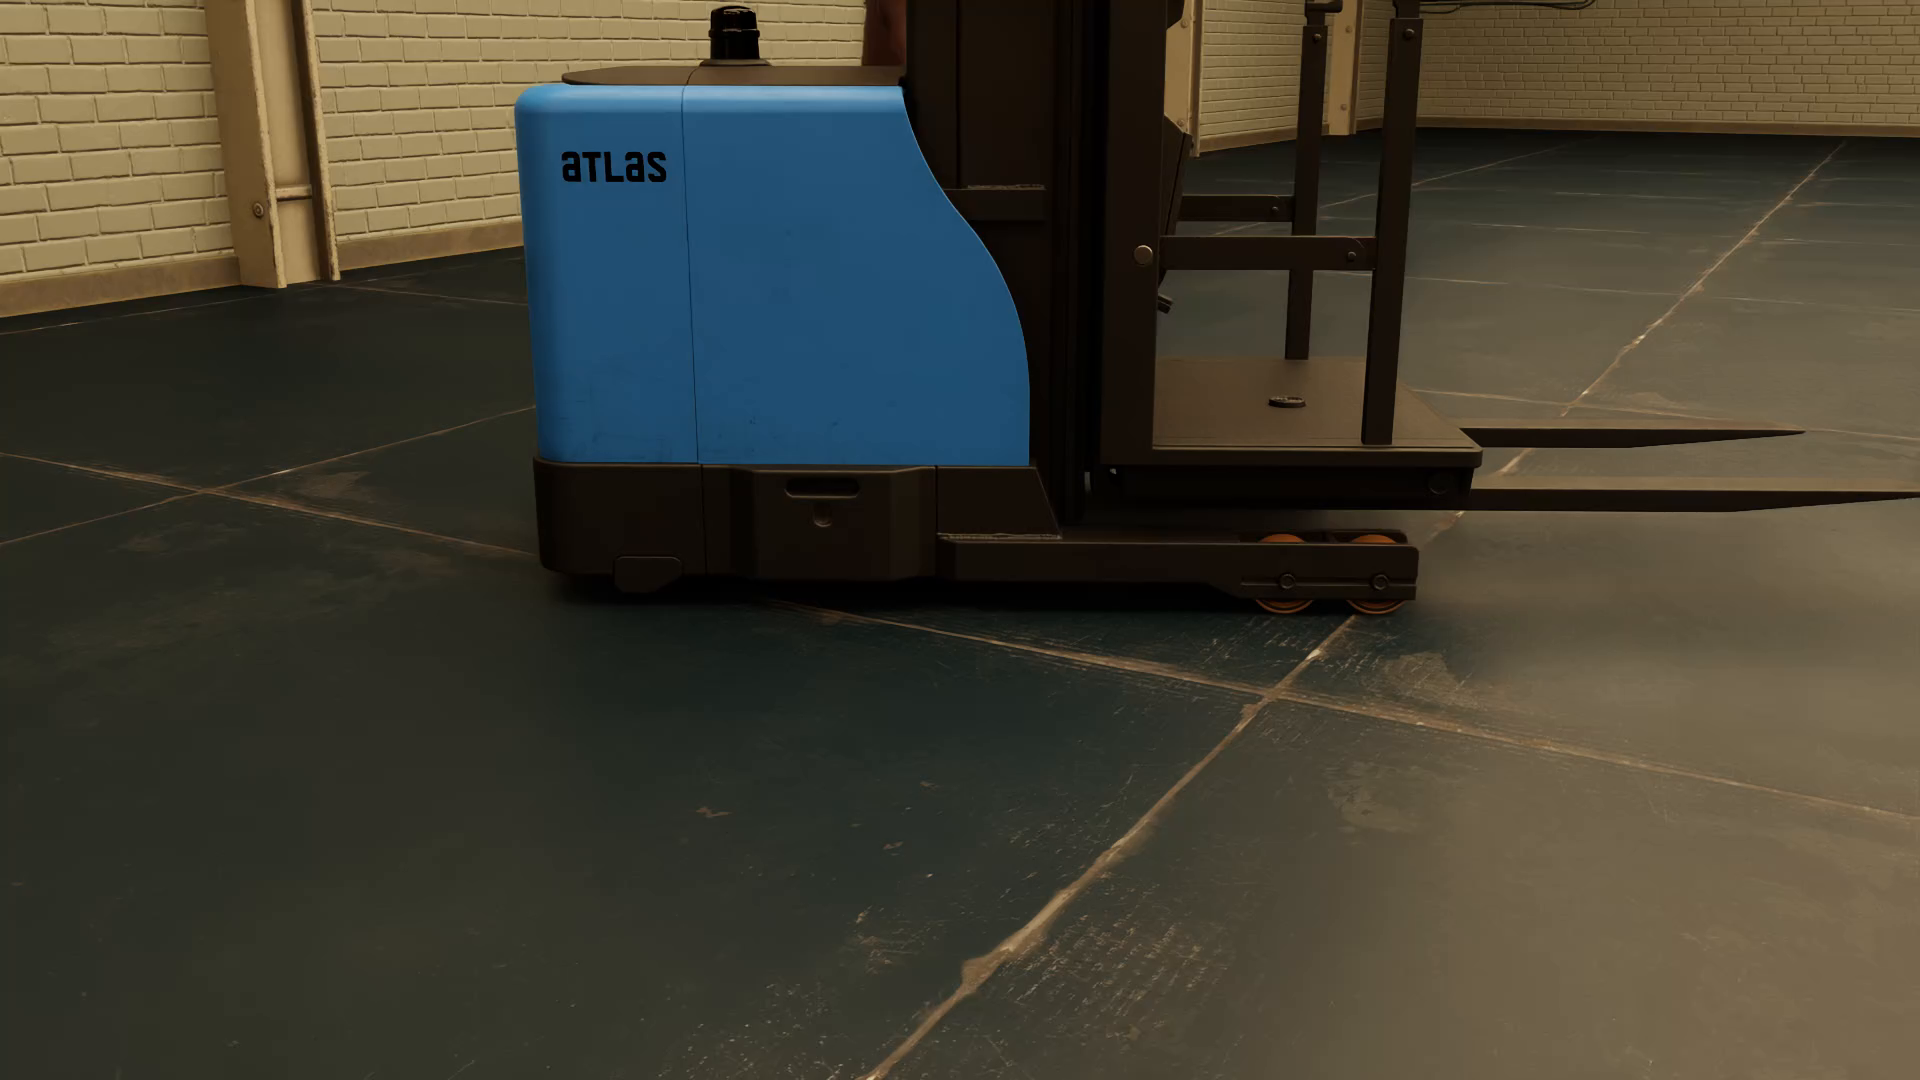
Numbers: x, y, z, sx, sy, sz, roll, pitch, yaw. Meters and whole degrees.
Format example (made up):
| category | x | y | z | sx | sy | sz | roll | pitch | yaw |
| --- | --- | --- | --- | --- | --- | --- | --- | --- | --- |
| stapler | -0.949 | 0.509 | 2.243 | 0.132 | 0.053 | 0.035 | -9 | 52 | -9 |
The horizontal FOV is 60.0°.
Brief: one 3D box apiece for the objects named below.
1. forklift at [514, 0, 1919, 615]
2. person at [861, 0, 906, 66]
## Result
| category | x | y | z | sx | sy | sz | roll | pitch | yaw |
| --- | --- | --- | --- | --- | --- | --- | --- | --- | --- |
| forklift | 0.610 | -1.401 | 3.611 | 3.031 | 2.935 | 1.130 | 0 | 16 | 1 |
| person | -0.119 | -1.294 | 5.334 | 0.450 | 1.753 | 0.817 | -3 | 17 | -10 |
